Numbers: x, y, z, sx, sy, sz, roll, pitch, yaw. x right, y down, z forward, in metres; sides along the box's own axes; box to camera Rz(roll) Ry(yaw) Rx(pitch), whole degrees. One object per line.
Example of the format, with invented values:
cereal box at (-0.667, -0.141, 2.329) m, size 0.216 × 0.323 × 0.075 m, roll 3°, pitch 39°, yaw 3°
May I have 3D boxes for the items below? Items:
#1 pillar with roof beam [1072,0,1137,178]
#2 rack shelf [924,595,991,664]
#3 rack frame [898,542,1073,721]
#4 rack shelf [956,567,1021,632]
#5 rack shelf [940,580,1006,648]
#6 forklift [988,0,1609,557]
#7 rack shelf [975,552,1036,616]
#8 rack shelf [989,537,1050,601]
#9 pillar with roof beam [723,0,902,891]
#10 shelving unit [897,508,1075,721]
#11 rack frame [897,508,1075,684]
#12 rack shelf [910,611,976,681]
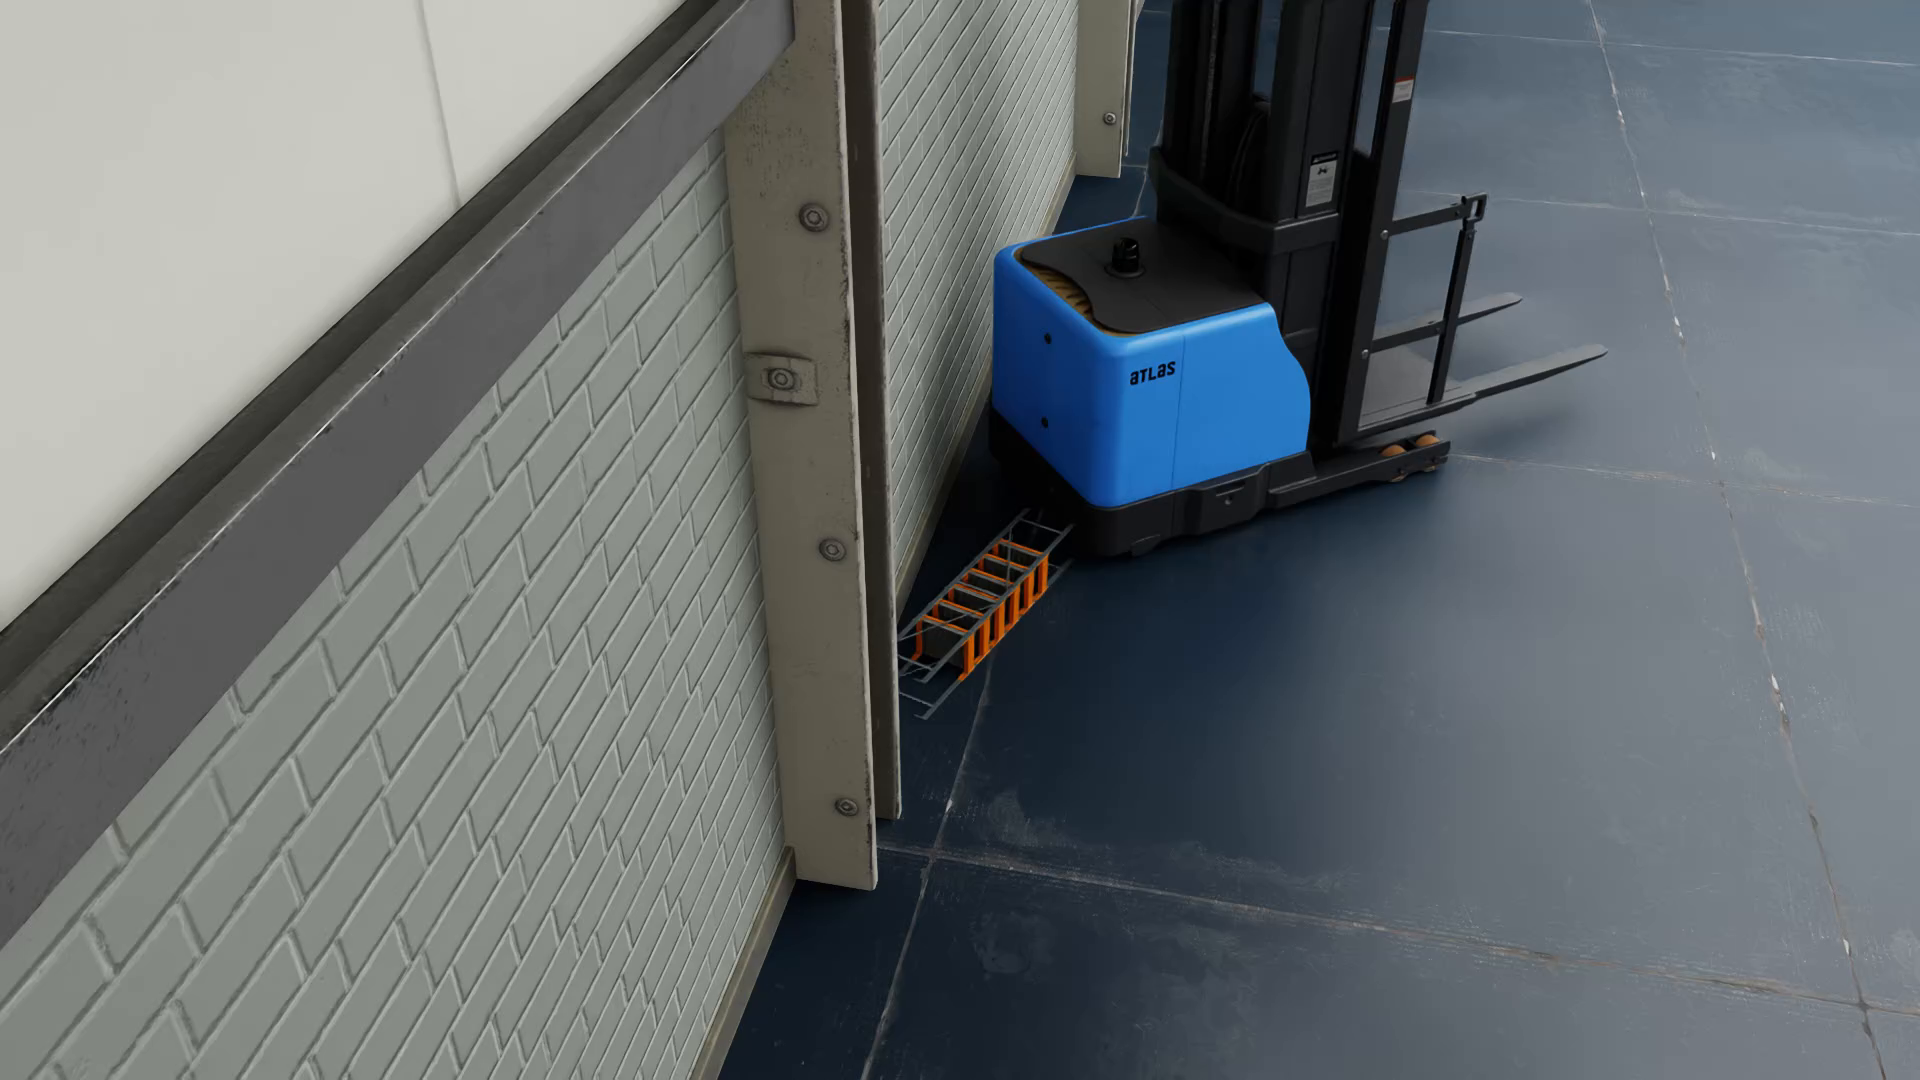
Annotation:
pillar with roof beam at (5.088, -5.492, 7.159) m, size 9.100 × 9.000 × 0.400 m, roll 7°, pitch 37°, yaw 10°
rack shelf at (-0.009, 0.355, 6.591) m, size 0.258 × 0.180 × 0.103 m, roll 19°, pitch 40°, yaw 25°
rack frame at (0.075, 0.348, 6.759) m, size 0.240 × 0.006 × 1.200 m, roll 19°, pitch 40°, yaw 25°
rack shelf at (0.114, 0.236, 6.759) m, size 0.258 × 0.180 × 0.103 m, roll 19°, pitch 40°, yaw 25°
rack shelf at (0.052, 0.295, 6.675) m, size 0.258 × 0.180 × 0.103 m, roll 19°, pitch 40°, yaw 25°
forklift at (1.683, -1.712, 7.114) m, size 3.031 × 2.935 × 1.130 m, roll -16°, pitch 39°, yaw -21°
rack shelf at (0.176, 0.176, 6.842) m, size 0.258 × 0.180 × 0.103 m, roll 19°, pitch 40°, yaw 25°
rack shelf at (0.237, 0.116, 6.926) m, size 0.258 × 0.180 × 0.103 m, roll 19°, pitch 40°, yaw 25°
pillar with roof beam at (3.806, -2.052, 2.413) m, size 9.100 × 9.000 × 0.400 m, roll 7°, pitch 37°, yaw 10°
shelving unit at (0.075, 0.273, 6.706) m, size 0.258 × 0.189 × 1.200 m, roll 19°, pitch 40°, yaw 25°
rack frame at (0.076, 0.199, 6.653) m, size 0.240 × 0.006 × 1.200 m, roll 19°, pitch 40°, yaw 25°
rack shelf at (-0.071, 0.415, 6.507) m, size 0.258 × 0.180 × 0.103 m, roll 19°, pitch 40°, yaw 25°
